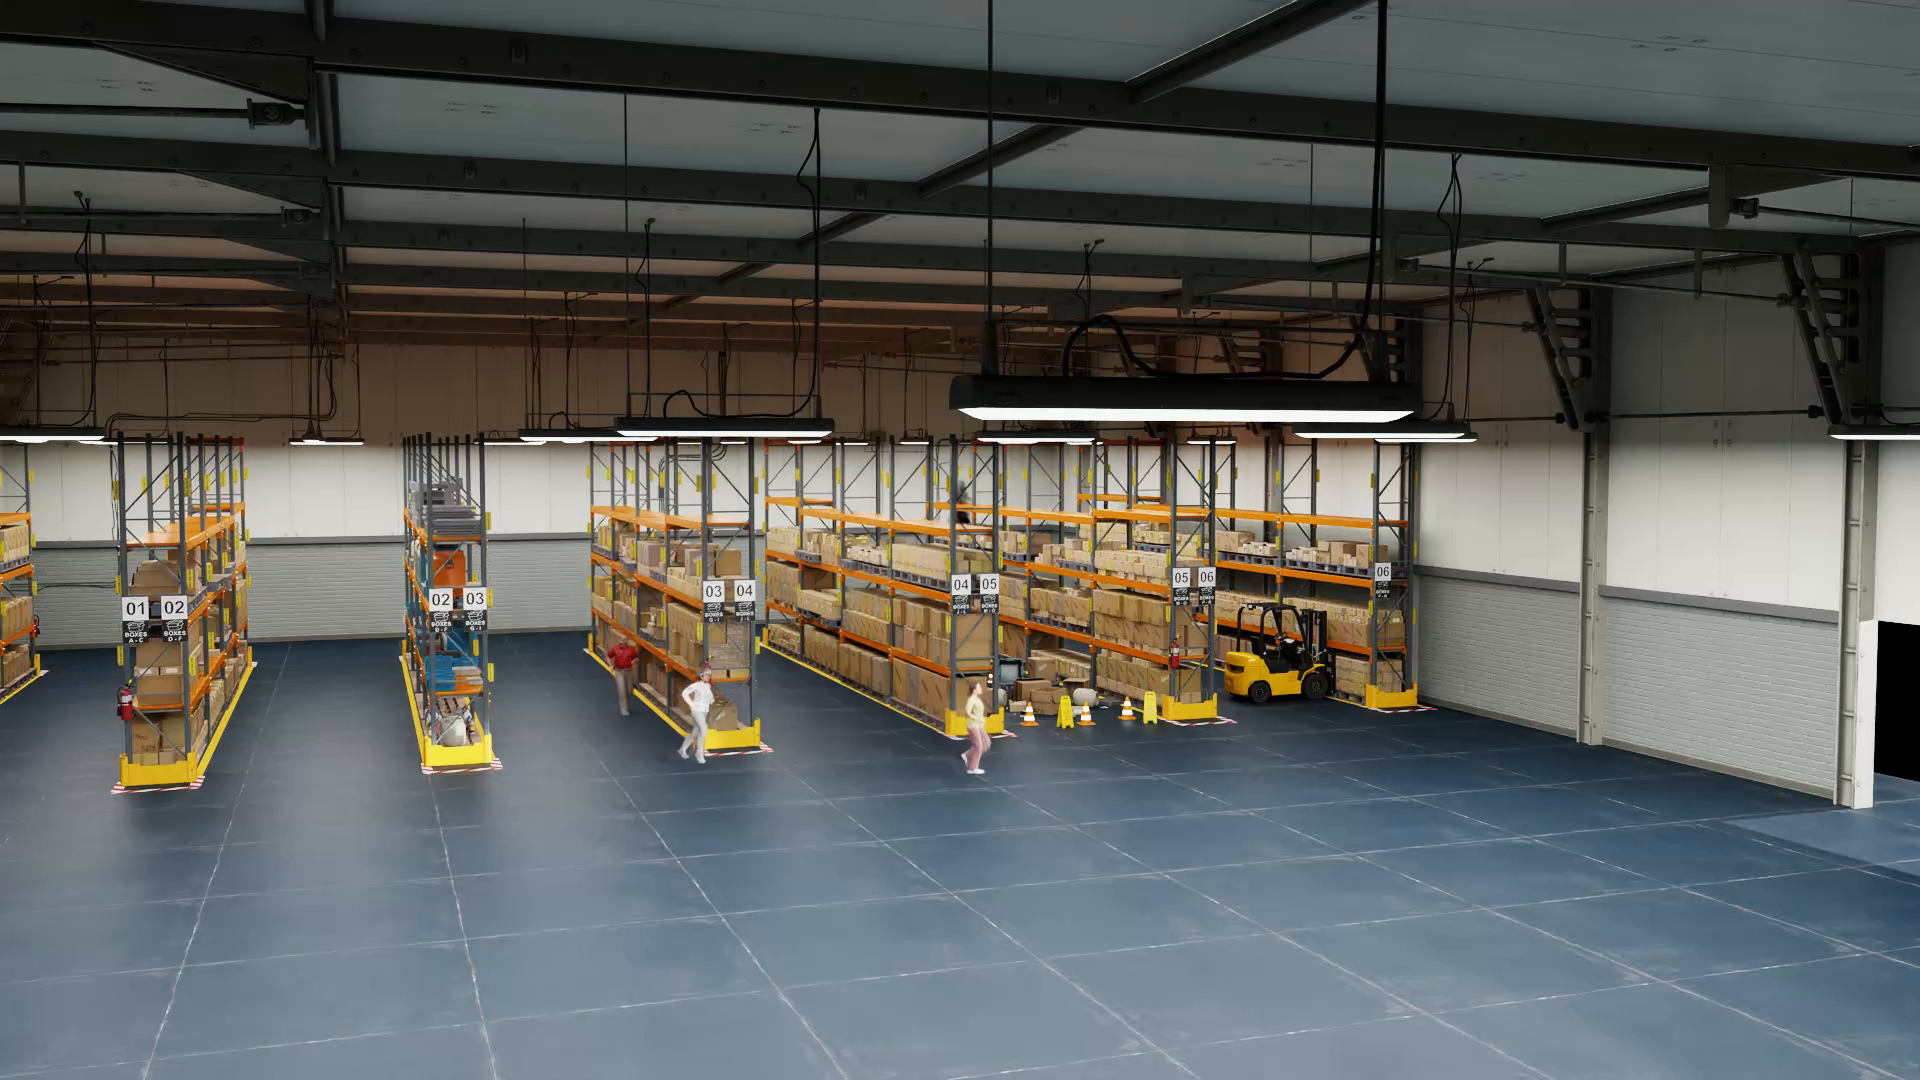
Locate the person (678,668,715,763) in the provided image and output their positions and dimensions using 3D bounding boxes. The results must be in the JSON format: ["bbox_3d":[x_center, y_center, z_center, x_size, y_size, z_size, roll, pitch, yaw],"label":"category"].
[{"bbox_3d":[-4.822,3.208,30.542,0.679,1.726,0.633,1,3,24],"label":"person"}]

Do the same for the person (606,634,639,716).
[{"bbox_3d":[-7.237,2.881,35.775,0.674,1.694,0.921,-1,3,-25],"label":"person"}]

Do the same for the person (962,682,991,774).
[{"bbox_3d":[0.259,3.291,29.161,0.526,1.632,0.598,1,3,16],"label":"person"}]
